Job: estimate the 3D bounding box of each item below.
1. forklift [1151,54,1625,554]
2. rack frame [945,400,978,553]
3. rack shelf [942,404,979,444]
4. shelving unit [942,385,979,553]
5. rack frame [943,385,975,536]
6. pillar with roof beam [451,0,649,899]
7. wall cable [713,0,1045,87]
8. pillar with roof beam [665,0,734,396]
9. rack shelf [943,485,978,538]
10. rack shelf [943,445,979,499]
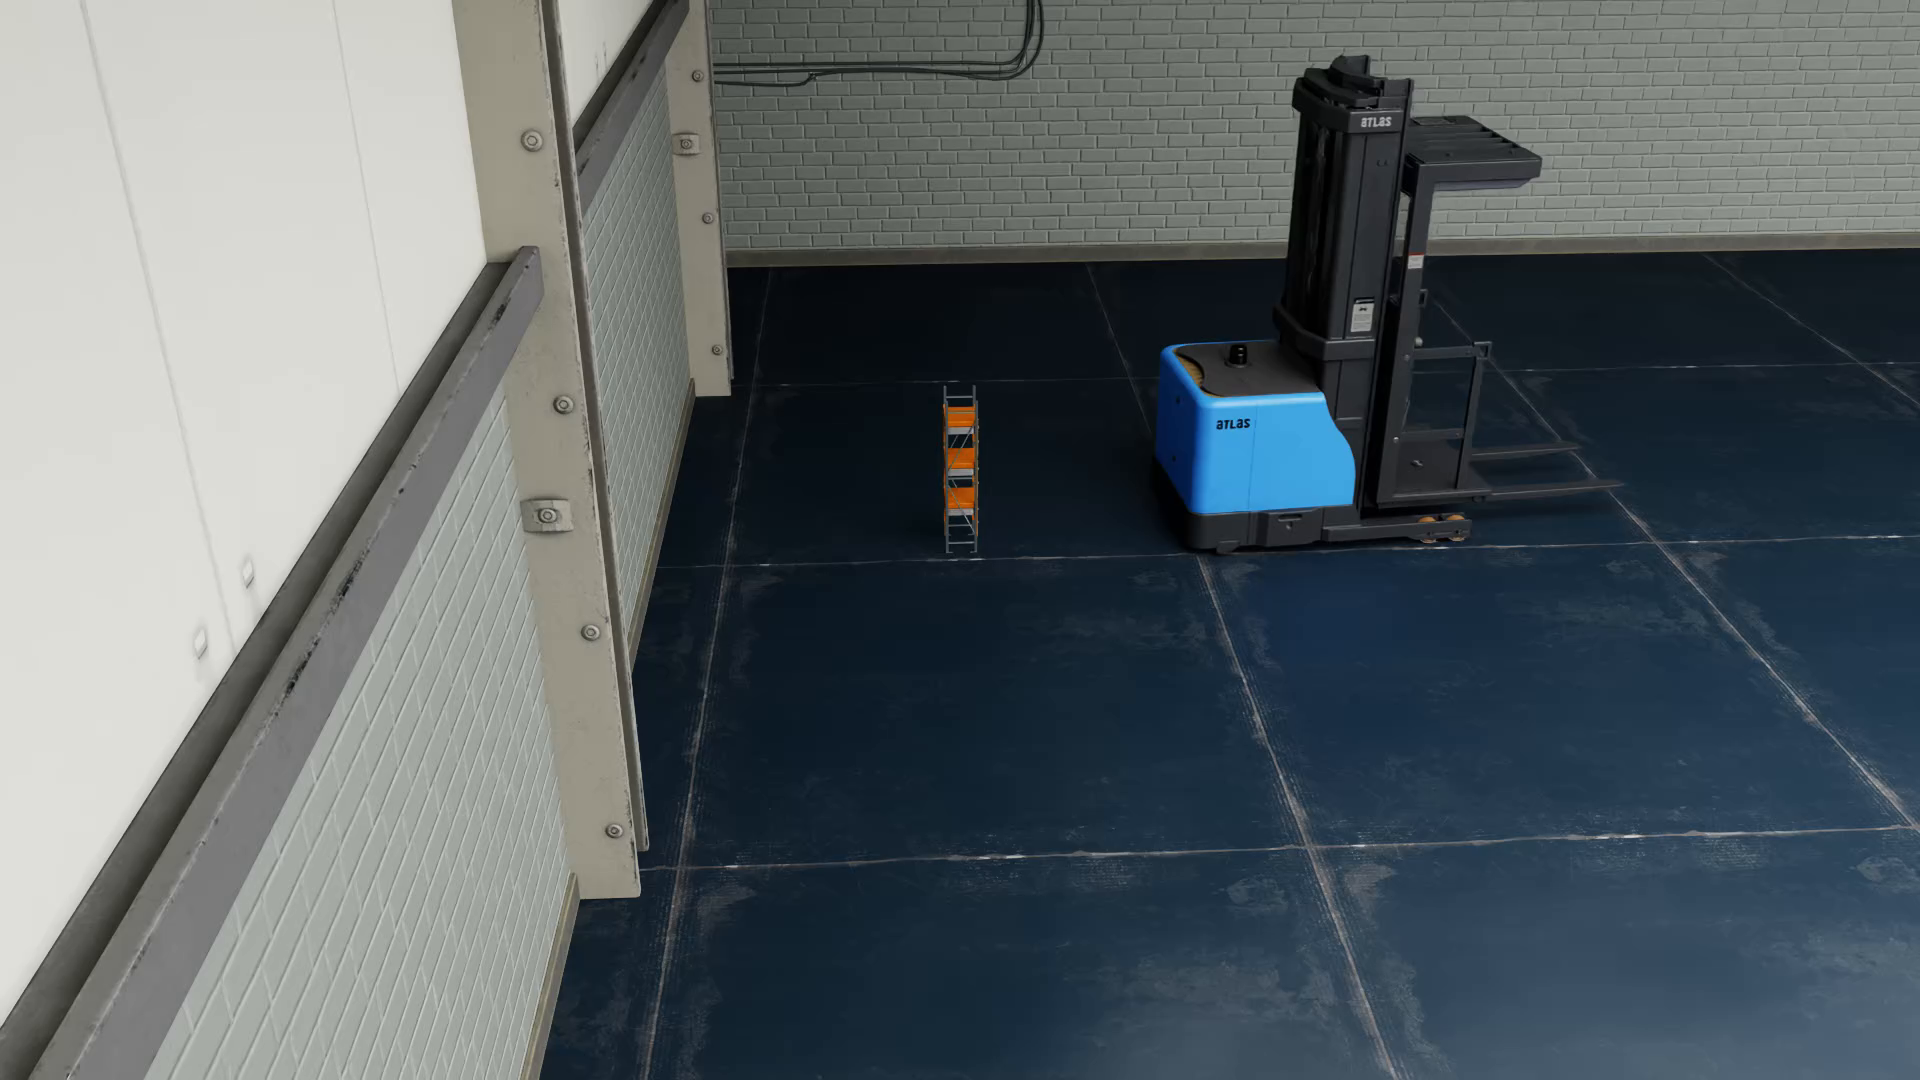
[{"bbox_3d":[2.867,-1.517,10.551,3.031,2.935,1.130,-4,28,-8],"label":"forklift"},{"bbox_3d":[0.009,-0.384,10.414,0.200,1.050,0.008,-1,28,-3],"label":"rack frame"},{"bbox_3d":[0.003,-0.683,10.396,0.215,0.259,0.240,-1,28,-3],"label":"rack shelf"},{"bbox_3d":[0.003,-0.441,10.522,0.215,1.050,0.252,-1,28,-3],"label":"shelving unit"},{"bbox_3d":[-0.004,-0.497,10.630,0.200,1.050,0.008,-1,28,-3],"label":"rack frame"},{"bbox_3d":[2.658,-2.538,5.947,9.100,9.000,0.400,-1,28,-3],"label":"pillar with roof beam"},{"bbox_3d":[-0.787,-5.220,14.448,3.097,2.526,0.112,-1,28,-3],"label":"wall cable"},{"bbox_3d":[2.345,-5.309,11.259,9.100,9.000,0.400,-1,28,-3],"label":"pillar with roof beam"},{"bbox_3d":[0.003,-0.185,10.655,0.215,0.259,0.240,-1,28,-3],"label":"rack shelf"},{"bbox_3d":[0.003,-0.431,10.527,0.215,0.259,0.240,-1,28,-3],"label":"rack shelf"}]
